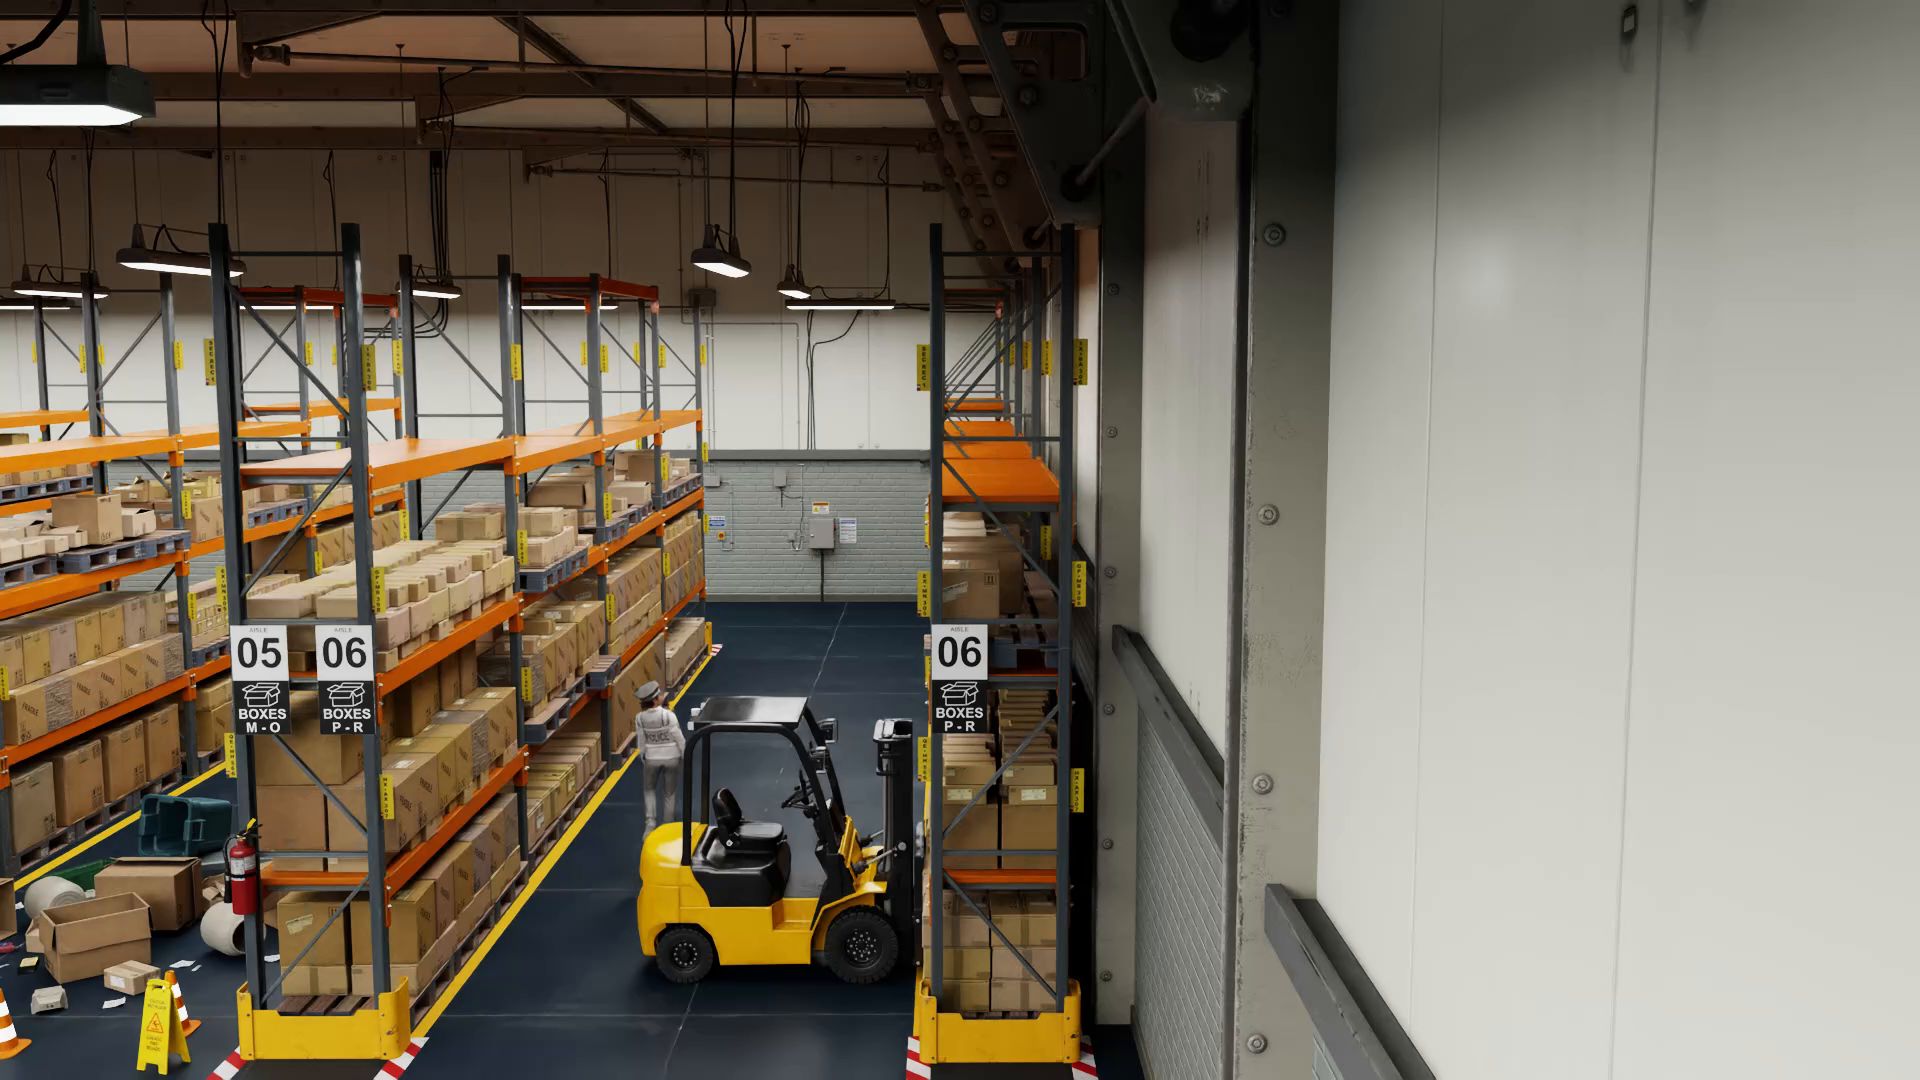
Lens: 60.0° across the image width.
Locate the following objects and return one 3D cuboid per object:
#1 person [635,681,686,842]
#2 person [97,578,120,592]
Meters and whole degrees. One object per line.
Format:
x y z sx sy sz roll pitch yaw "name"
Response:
-2.999 2.232 16.773 0.528 1.673 0.453 -1 7 -5 "person"
-14.925 0.902 28.938 0.582 1.776 0.403 -1 7 -8 "person"
